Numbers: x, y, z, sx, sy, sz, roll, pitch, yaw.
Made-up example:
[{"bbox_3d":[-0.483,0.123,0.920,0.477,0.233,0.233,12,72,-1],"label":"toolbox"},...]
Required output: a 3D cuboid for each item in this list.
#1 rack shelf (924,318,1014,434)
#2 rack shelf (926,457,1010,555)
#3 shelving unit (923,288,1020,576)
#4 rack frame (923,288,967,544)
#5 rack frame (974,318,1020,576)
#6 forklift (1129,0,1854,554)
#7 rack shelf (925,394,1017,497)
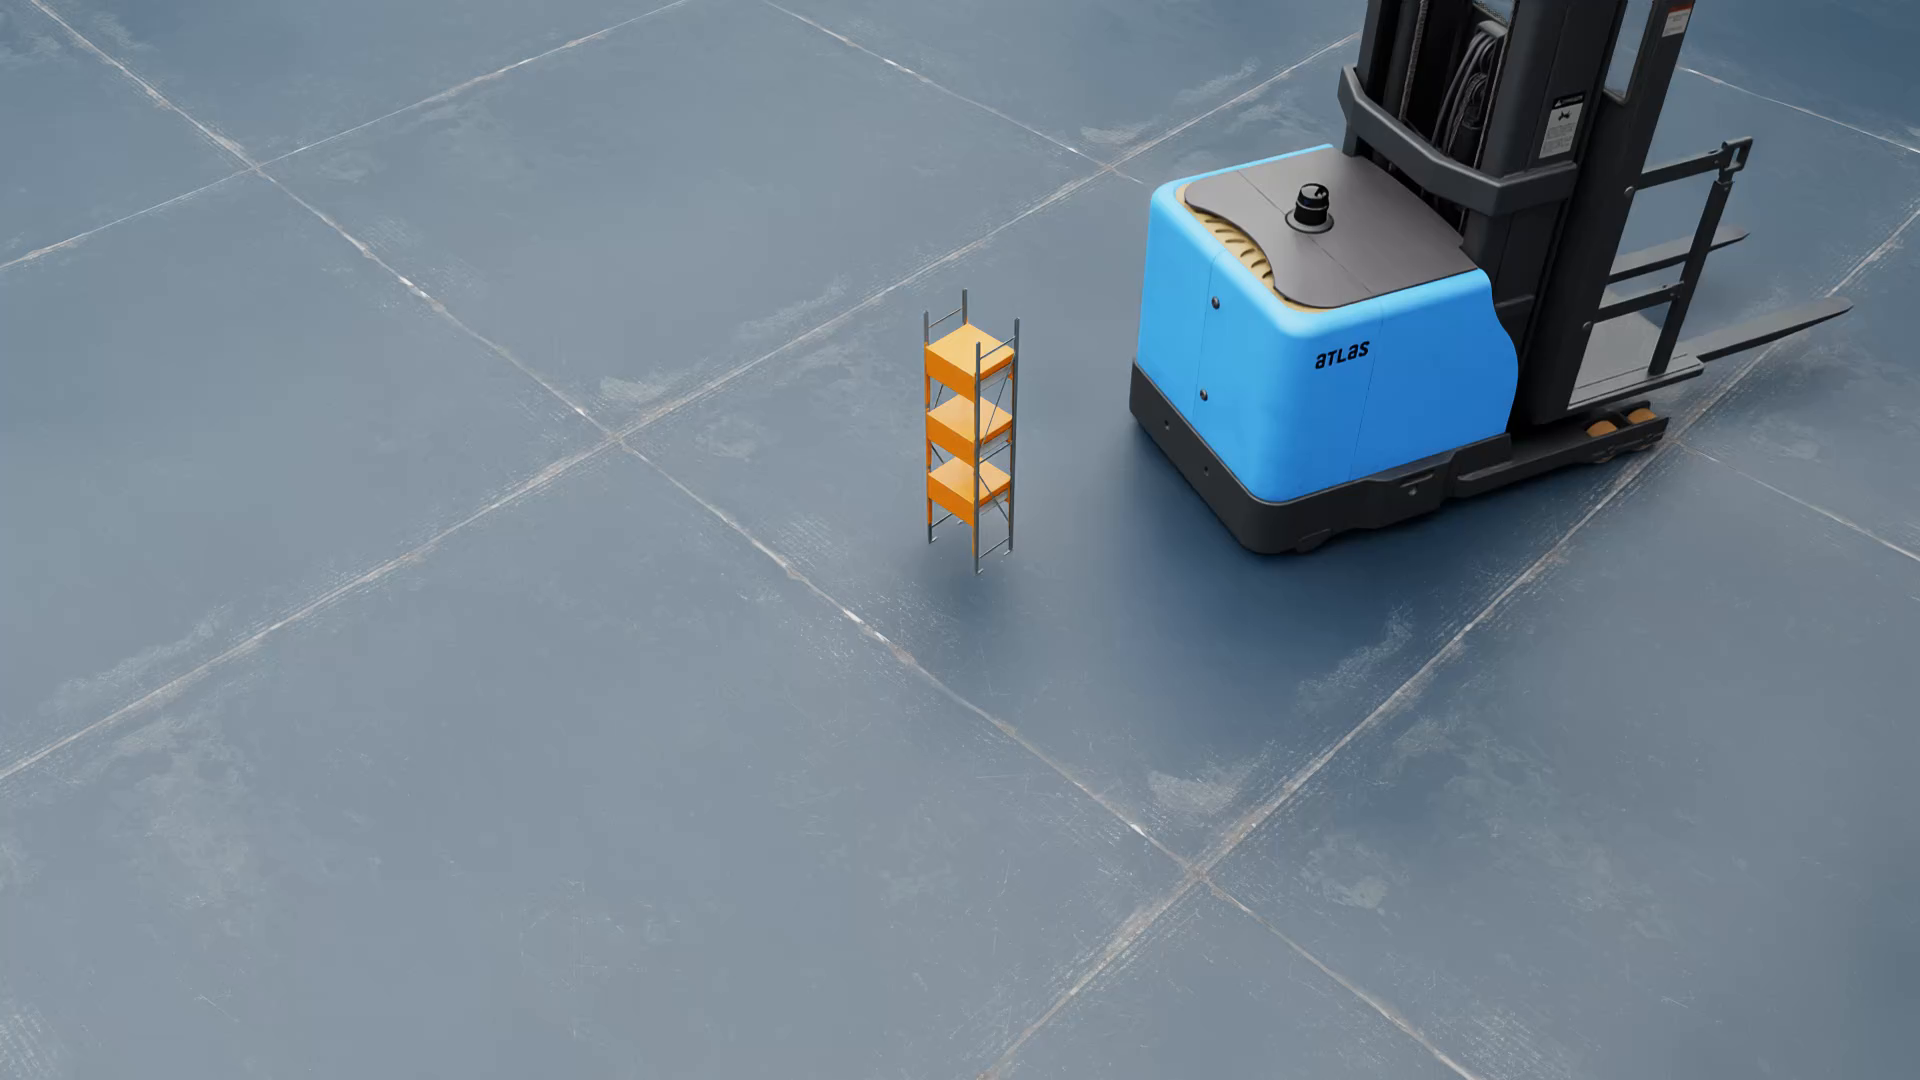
[{"bbox_3d":[0.038,-0.561,5.680,0.215,0.259,0.240,-34,53,-31],"label":"rack shelf"},{"bbox_3d":[0.038,-0.148,6.062,0.215,0.259,0.240,-34,53,-31],"label":"rack shelf"},{"bbox_3d":[0.038,-0.360,5.866,0.215,1.050,0.252,-34,53,-31],"label":"shelving unit"},{"bbox_3d":[-0.048,-0.418,5.929,0.200,1.050,0.008,-34,53,-31],"label":"rack frame"},{"bbox_3d":[0.124,-0.301,5.802,0.200,1.050,0.008,-34,53,-31],"label":"rack frame"},{"bbox_3d":[2.246,-1.692,5.922,3.031,2.935,1.130,-17,45,-17],"label":"forklift"},{"bbox_3d":[0.038,-0.352,5.873,0.215,0.259,0.240,-34,53,-31],"label":"rack shelf"}]
